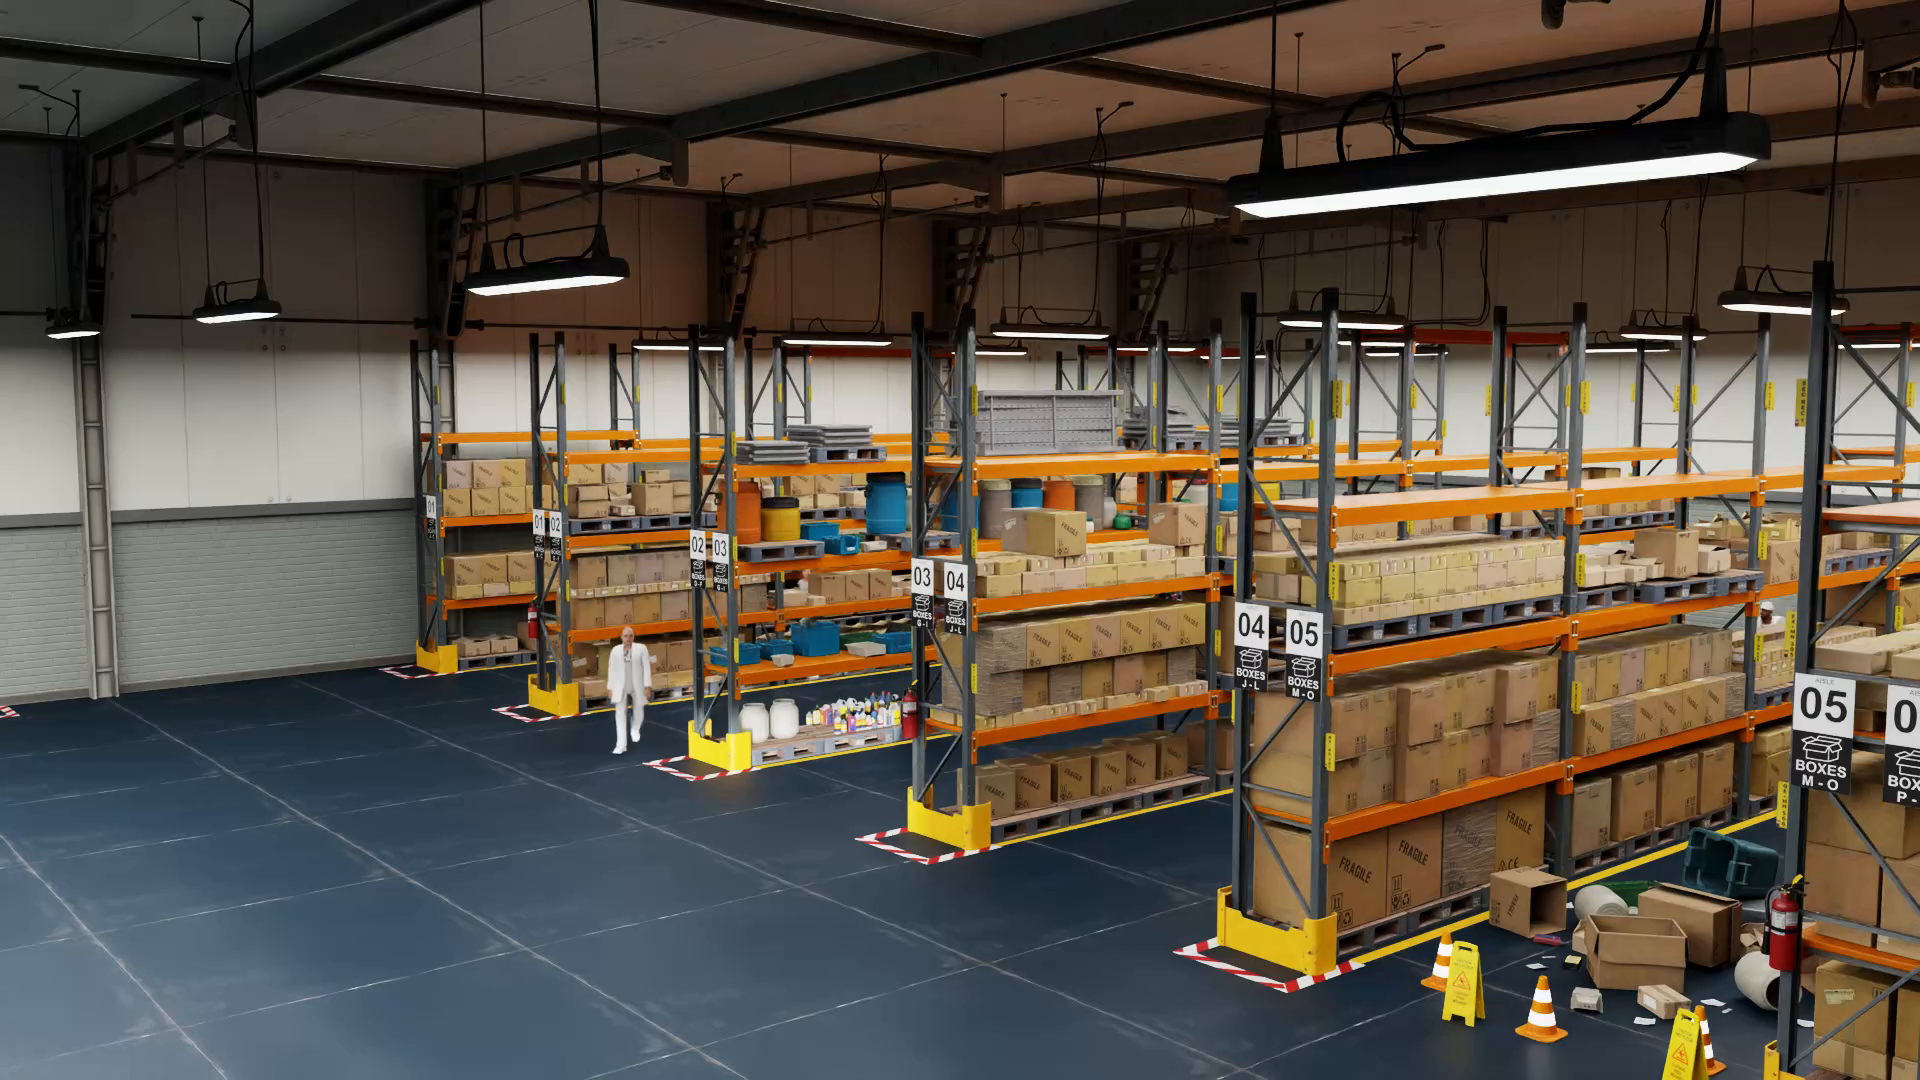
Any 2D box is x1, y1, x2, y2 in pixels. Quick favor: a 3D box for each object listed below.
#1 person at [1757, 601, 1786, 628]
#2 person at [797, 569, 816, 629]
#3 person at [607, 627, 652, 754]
[{"bbox_3d":[13.253,1.824,27.105,0.663,1.680,0.724,-3,6,-31],"label":"person"},{"bbox_3d":[-3.020,1.314,32.675,0.407,1.623,1.019,5,7,41],"label":"person"},{"bbox_3d":[-4.700,2.097,23.641,0.644,1.749,0.965,-1,5,-7],"label":"person"}]
